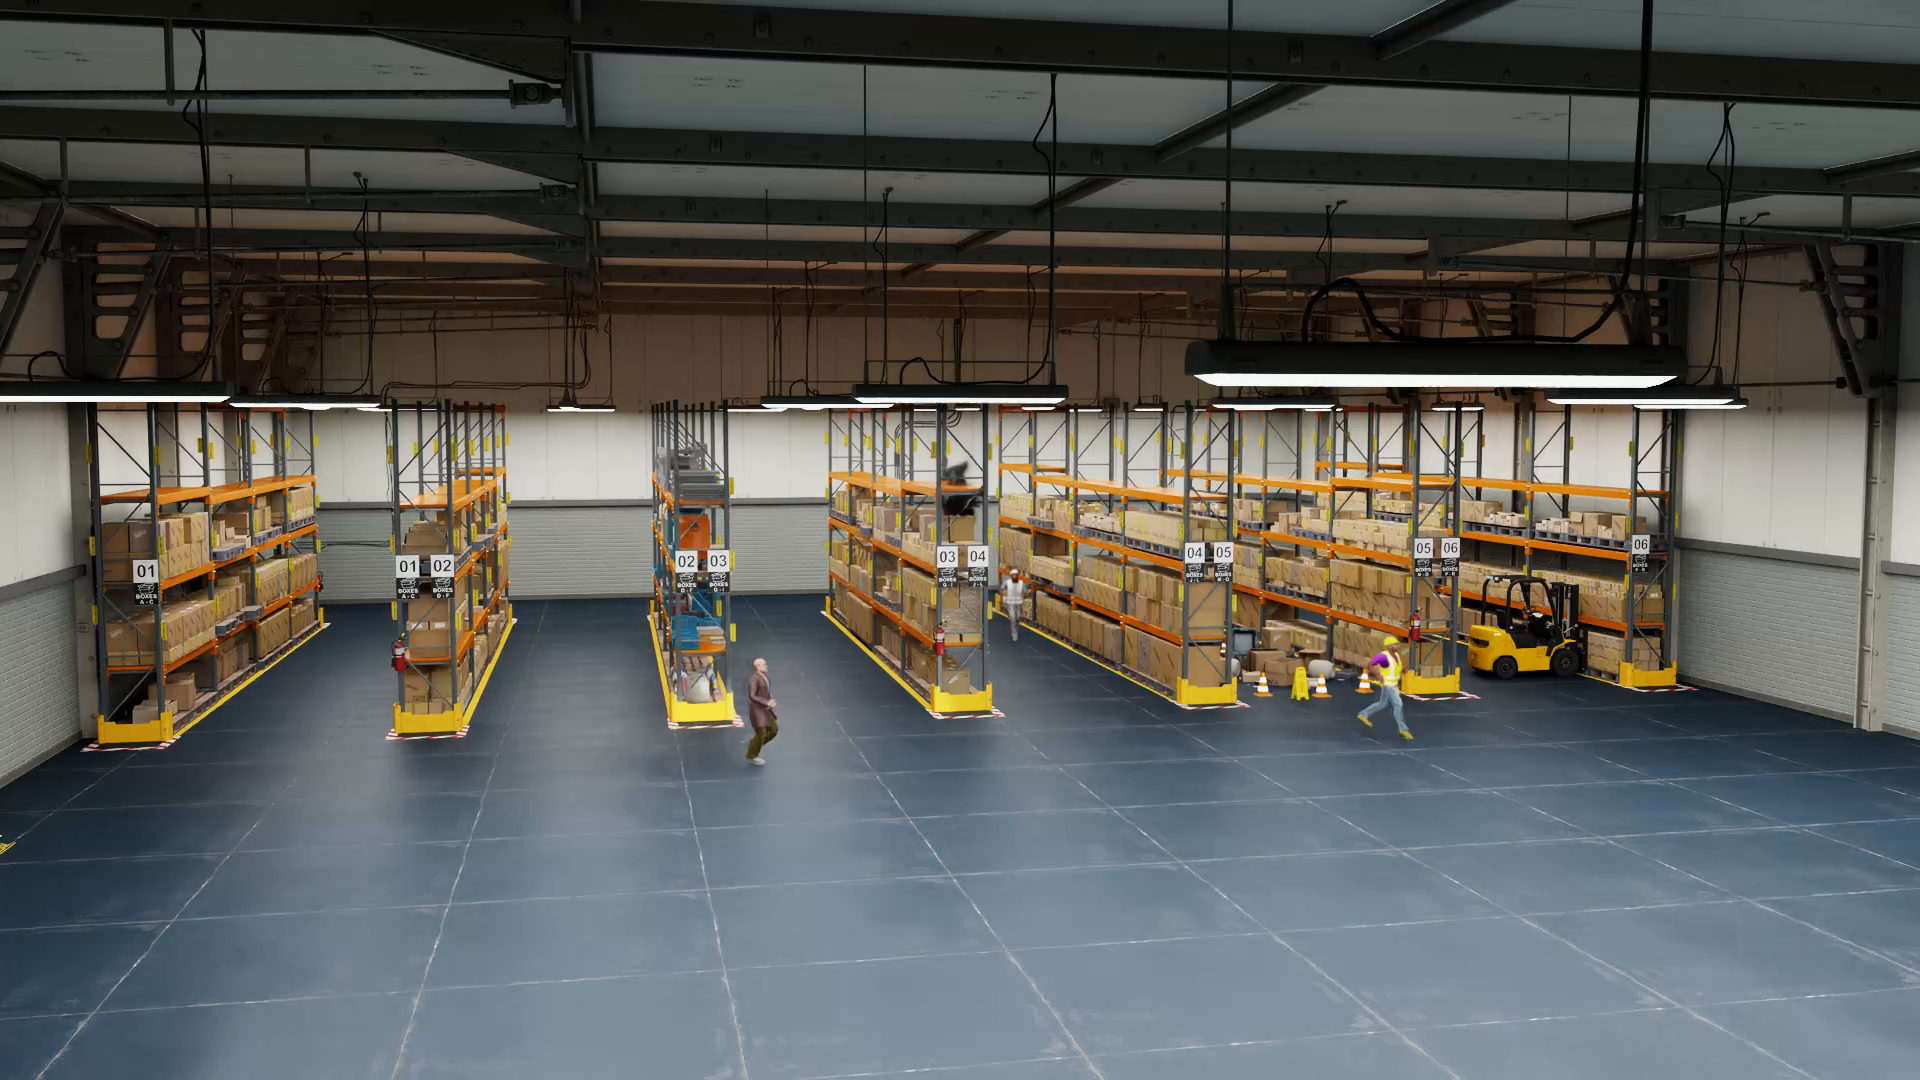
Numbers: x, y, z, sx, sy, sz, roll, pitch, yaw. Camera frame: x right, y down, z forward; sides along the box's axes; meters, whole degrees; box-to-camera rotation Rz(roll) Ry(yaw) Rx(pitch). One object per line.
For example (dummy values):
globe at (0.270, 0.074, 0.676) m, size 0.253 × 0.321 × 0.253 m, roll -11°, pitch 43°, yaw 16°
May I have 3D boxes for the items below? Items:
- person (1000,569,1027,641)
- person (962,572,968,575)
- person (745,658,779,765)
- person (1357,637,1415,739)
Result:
person at (1.383, 1.637, 42.296) m, size 0.678 × 1.790 × 0.861 m, roll -1°, pitch 4°, yaw -11°
person at (0.110, 1.379, 47.123) m, size 0.596 × 1.624 × 0.622 m, roll 0°, pitch 4°, yaw -4°
person at (-3.228, 2.798, 27.239) m, size 0.639 × 1.741 × 0.742 m, roll 1°, pitch 4°, yaw 16°
person at (7.635, 2.612, 29.704) m, size 1.091 × 1.799 × 0.648 m, roll 3°, pitch 5°, yaw 31°
